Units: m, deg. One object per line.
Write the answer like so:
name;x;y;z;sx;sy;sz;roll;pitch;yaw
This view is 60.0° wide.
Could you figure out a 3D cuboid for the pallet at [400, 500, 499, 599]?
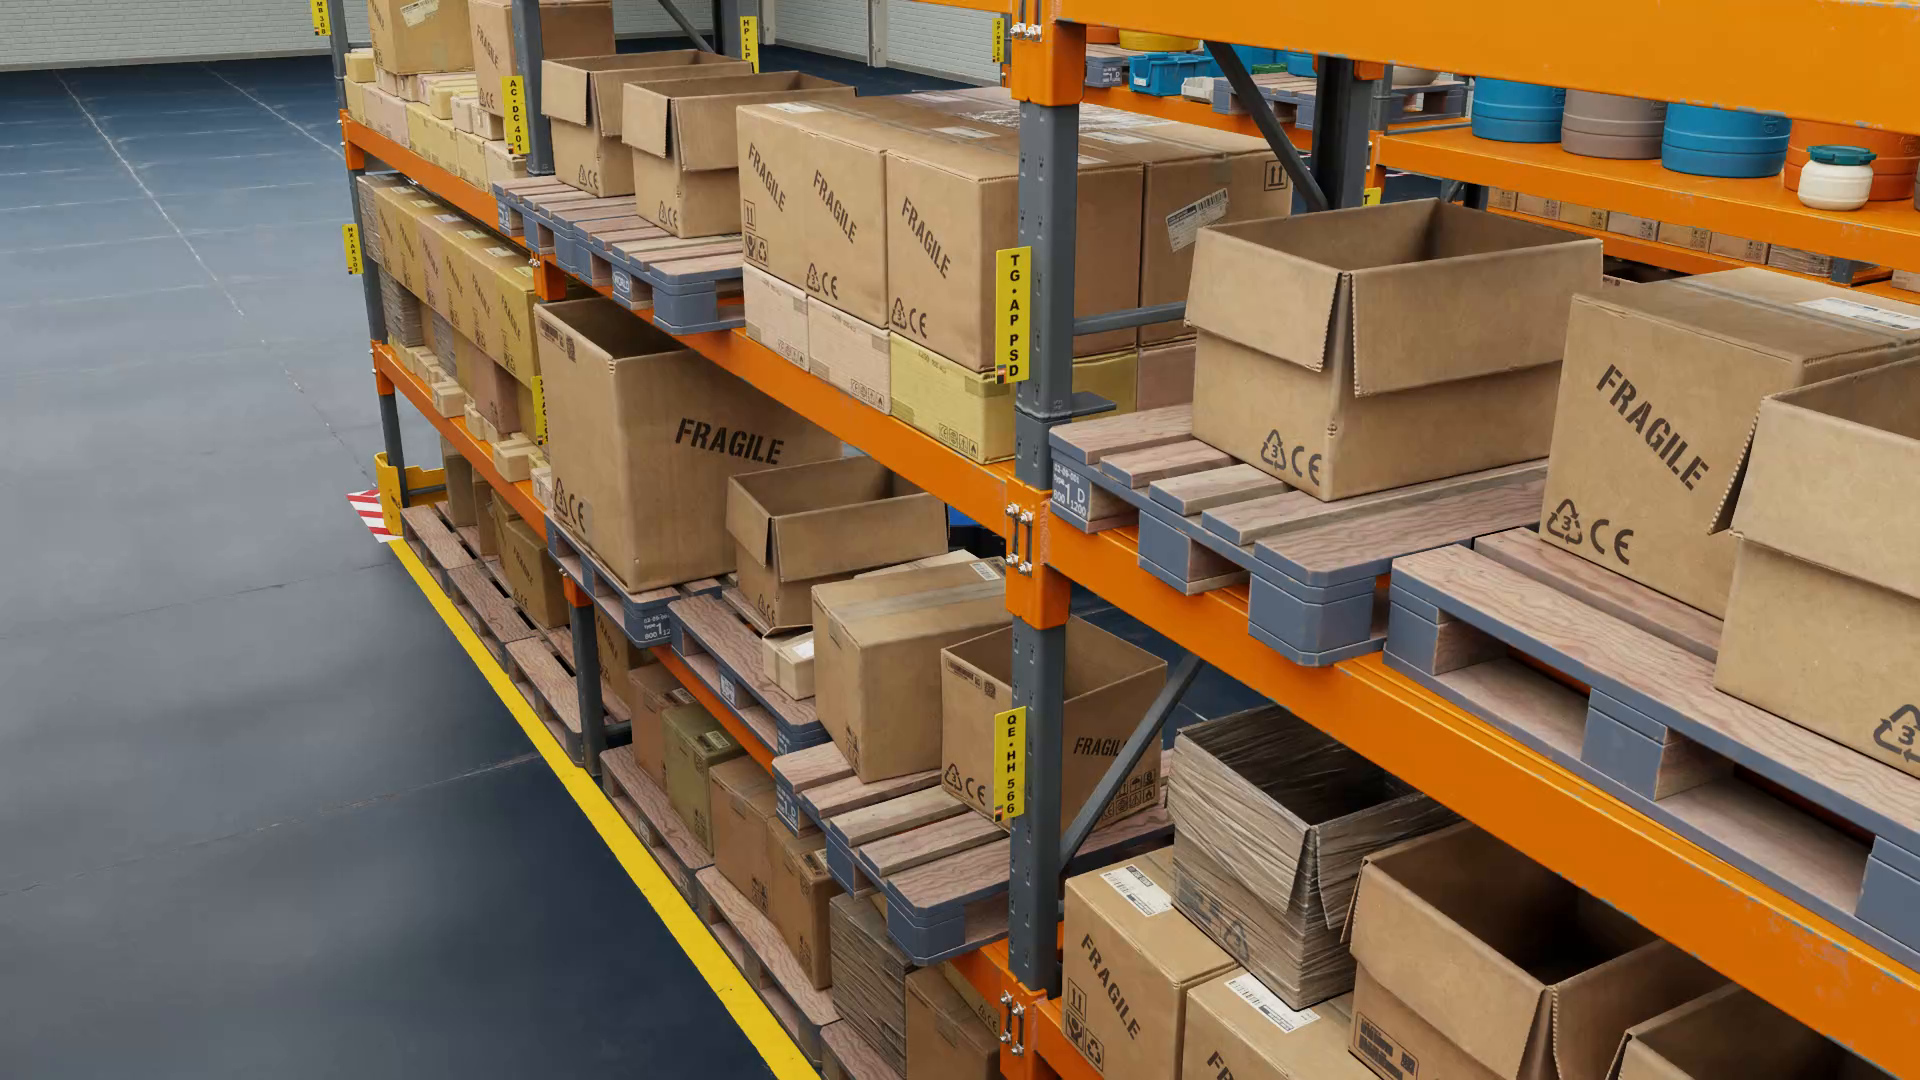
pallet;-3.066;-0.013;11.064;1.003;0.211;1.213;-13;25;-28

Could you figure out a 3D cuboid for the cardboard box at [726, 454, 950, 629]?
cardboard box;-0.481;-0.004;6.642;0.797;0.503;0.637;-10;24;-23

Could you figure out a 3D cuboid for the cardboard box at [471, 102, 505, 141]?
cardboard box;-2.121;-2.028;8.003;0.380;0.149;0.250;-14;26;-31

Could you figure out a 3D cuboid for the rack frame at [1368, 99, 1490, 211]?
rack frame;2.812;-1.257;10.421;1.000;3.000;0.127;-13;25;-28

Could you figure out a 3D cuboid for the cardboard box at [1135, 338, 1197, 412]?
cardboard box;0.576;-0.531;4.850;0.500;0.250;0.500;-12;25;-27

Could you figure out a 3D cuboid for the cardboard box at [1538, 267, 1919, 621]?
cardboard box;1.487;-0.194;3.131;0.500;0.500;0.500;-11;25;-25

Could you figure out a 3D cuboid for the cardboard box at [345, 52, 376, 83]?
cardboard box;-3.498;-2.868;10.070;0.380;0.149;0.250;-12;25;-27

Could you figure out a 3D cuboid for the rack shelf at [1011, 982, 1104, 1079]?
rack shelf;1.619;1.971;3.434;1.077;0.370;4.000;-13;25;-28

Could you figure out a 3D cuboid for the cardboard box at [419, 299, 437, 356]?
cardboard box;-2.874;-1.461;10.396;0.875;0.500;0.500;-13;25;-28

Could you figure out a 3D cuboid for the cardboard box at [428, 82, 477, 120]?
cardboard box;-2.538;-2.285;8.635;0.380;0.149;0.250;-11;25;-26

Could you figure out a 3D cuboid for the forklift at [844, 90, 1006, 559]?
forklift;-0.624;-1.350;10.740;3.031;2.935;1.130;-1;22;-2

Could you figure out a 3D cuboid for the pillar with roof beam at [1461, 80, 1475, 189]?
pillar with roof beam;3.621;-8.291;19.758;9.100;9.000;0.400;-13;25;-28

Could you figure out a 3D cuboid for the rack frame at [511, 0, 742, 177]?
rack frame;-1.446;-3.084;6.948;1.000;3.000;0.127;-13;25;-28

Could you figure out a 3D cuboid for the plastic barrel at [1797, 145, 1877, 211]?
plastic barrel;4.005;-1.655;7.599;0.301;0.262;0.301;0;22;0

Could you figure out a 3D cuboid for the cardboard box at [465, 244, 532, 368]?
cardboard box;-2.169;-1.206;8.440;0.500;0.500;0.500;-13;25;-28

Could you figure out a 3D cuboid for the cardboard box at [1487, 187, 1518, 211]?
cardboard box;5.256;-3.396;15.551;0.700;0.500;0.500;-13;25;-28

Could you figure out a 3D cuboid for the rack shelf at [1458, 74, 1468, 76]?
rack shelf;6.050;-3.913;13.926;1.077;0.370;4.000;-13;25;-28

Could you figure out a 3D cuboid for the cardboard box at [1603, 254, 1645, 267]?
cardboard box;6.082;-2.335;15.170;0.500;0.500;0.500;-13;25;-28

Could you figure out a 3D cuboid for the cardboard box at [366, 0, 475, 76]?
cardboard box;-2.963;-2.872;9.219;0.500;0.500;0.500;-13;25;-28

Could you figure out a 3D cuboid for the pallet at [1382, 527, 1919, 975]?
pallet;1.545;0.248;2.985;1.003;0.211;1.213;-11;25;-26

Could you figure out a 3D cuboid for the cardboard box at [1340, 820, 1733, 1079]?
cardboard box;1.287;0.930;3.574;0.797;0.503;0.637;-12;25;-27

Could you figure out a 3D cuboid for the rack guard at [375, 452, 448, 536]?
rack guard;-3.451;-0.417;11.673;1.175;0.500;0.348;-13;25;-28

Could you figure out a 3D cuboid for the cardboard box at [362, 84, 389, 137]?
cardboard box;-3.197;-2.548;9.812;0.500;0.250;0.500;-13;26;-29

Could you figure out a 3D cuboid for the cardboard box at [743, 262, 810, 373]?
cardboard box;-0.376;-0.758;5.408;0.500;0.250;0.500;-12;25;-27

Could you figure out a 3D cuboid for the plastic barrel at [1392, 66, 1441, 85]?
plastic barrel;2.761;-3.070;10.192;0.421;0.512;0.421;0;22;0

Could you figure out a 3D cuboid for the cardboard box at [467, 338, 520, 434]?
cardboard box;-2.190;-0.957;9.155;0.875;0.500;0.500;-13;25;-28

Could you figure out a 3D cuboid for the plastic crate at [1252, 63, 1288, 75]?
plastic crate;2.240;-3.112;11.282;0.336;0.188;0.450;-13;25;-28

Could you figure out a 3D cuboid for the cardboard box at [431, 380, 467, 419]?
cardboard box;-2.866;-0.841;9.730;0.380;0.149;0.250;-13;25;-28

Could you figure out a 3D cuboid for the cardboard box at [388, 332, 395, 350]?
cardboard box;-3.549;-1.345;10.970;0.380;0.149;0.250;-13;25;-28

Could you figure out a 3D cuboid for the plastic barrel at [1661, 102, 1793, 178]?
plastic barrel;3.926;-2.333;8.418;0.600;0.901;0.708;-13;25;-28

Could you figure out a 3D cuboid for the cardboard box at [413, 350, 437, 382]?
cardboard box;-3.177;-1.100;10.367;0.380;0.149;0.250;-13;25;-28

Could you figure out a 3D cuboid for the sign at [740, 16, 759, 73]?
sign;-0.971;-2.224;7.606;0.100;0.325;0.005;-13;25;-28

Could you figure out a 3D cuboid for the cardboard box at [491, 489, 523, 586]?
cardboard box;-2.546;-0.037;10.182;0.500;0.500;0.500;-10;24;-23

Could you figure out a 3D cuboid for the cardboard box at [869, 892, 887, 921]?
cardboard box;-0.051;1.216;6.075;0.500;0.250;0.500;-10;24;-22

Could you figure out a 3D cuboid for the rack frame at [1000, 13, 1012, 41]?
rack frame;0.769;-5.331;12.477;1.000;3.000;0.127;-13;25;-28

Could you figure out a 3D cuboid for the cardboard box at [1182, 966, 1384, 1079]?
cardboard box;0.877;1.320;3.947;0.500;0.500;0.500;-13;26;-30

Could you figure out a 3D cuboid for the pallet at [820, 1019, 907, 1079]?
pallet;0.199;2.029;6.040;1.003;0.211;1.213;-13;25;-28

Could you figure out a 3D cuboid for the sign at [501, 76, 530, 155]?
sign;-1.909;-1.827;7.152;0.100;0.325;0.005;-13;25;-28

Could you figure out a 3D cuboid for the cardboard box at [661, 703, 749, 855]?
cardboard box;-0.924;1.011;7.577;0.700;0.500;0.500;-13;25;-29

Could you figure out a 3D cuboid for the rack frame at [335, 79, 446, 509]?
rack frame;-3.489;-1.599;11.263;1.000;3.000;0.127;-13;25;-28

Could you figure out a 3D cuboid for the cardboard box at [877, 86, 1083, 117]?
cardboard box;0.059;-1.205;5.513;0.500;0.500;0.500;-13;26;-30

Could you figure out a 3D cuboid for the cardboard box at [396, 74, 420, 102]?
cardboard box;-2.912;-2.543;9.271;0.380;0.149;0.250;-14;26;-31

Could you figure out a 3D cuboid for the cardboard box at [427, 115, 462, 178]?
cardboard box;-2.426;-2.057;8.604;0.500;0.250;0.500;-13;25;-29

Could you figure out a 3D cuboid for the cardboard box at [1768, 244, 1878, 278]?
cardboard box;6.840;-2.398;13.094;0.700;0.500;0.500;-13;26;-30

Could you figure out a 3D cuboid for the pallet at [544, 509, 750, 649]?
pallet;-1.181;0.060;7.436;1.003;0.211;1.213;-13;25;-28

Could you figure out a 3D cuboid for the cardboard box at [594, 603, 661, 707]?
cardboard box;-1.616;0.522;8.806;0.500;0.500;0.500;-13;26;-30

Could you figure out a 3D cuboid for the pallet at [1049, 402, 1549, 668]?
pallet;0.972;-0.114;3.875;1.213;0.211;1.003;-11;25;-26

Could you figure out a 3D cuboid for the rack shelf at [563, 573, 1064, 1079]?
rack shelf;-0.424;0.676;6.620;1.077;0.370;4.000;-13;25;-28

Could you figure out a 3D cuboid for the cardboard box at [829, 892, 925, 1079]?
cardboard box;-0.057;1.554;6.239;0.700;0.500;0.500;-15;27;-33

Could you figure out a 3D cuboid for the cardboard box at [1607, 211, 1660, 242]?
cardboard box;6.050;-2.896;14.319;0.700;0.500;0.500;-12;25;-27

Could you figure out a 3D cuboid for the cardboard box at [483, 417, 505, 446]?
cardboard box;-2.405;-0.615;9.176;0.380;0.149;0.250;-13;25;-28

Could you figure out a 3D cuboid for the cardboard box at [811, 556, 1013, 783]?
cardboard box;-0.084;0.421;5.602;0.700;0.500;0.500;-9;24;-20

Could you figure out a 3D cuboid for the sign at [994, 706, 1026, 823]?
sign;0.135;0.598;4.424;0.100;0.325;0.005;-13;25;-28

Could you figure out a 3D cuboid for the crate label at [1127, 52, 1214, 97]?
crate label;1.441;-3.203;11.423;0.502;0.251;0.408;-13;25;-28

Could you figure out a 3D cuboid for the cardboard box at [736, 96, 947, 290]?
cardboard box;-0.373;-1.111;5.280;0.500;0.500;0.500;-12;25;-27

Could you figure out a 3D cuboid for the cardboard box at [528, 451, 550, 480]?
cardboard box;-2.004;-0.377;8.588;0.380;0.149;0.250;-13;25;-28

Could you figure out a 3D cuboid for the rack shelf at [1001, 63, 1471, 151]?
rack shelf;1.790;-2.961;11.585;1.077;0.370;4.000;-13;25;-28

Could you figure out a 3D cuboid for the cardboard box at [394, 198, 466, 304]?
cardboard box;-2.937;-1.692;9.634;0.500;0.500;0.500;-13;25;-28
